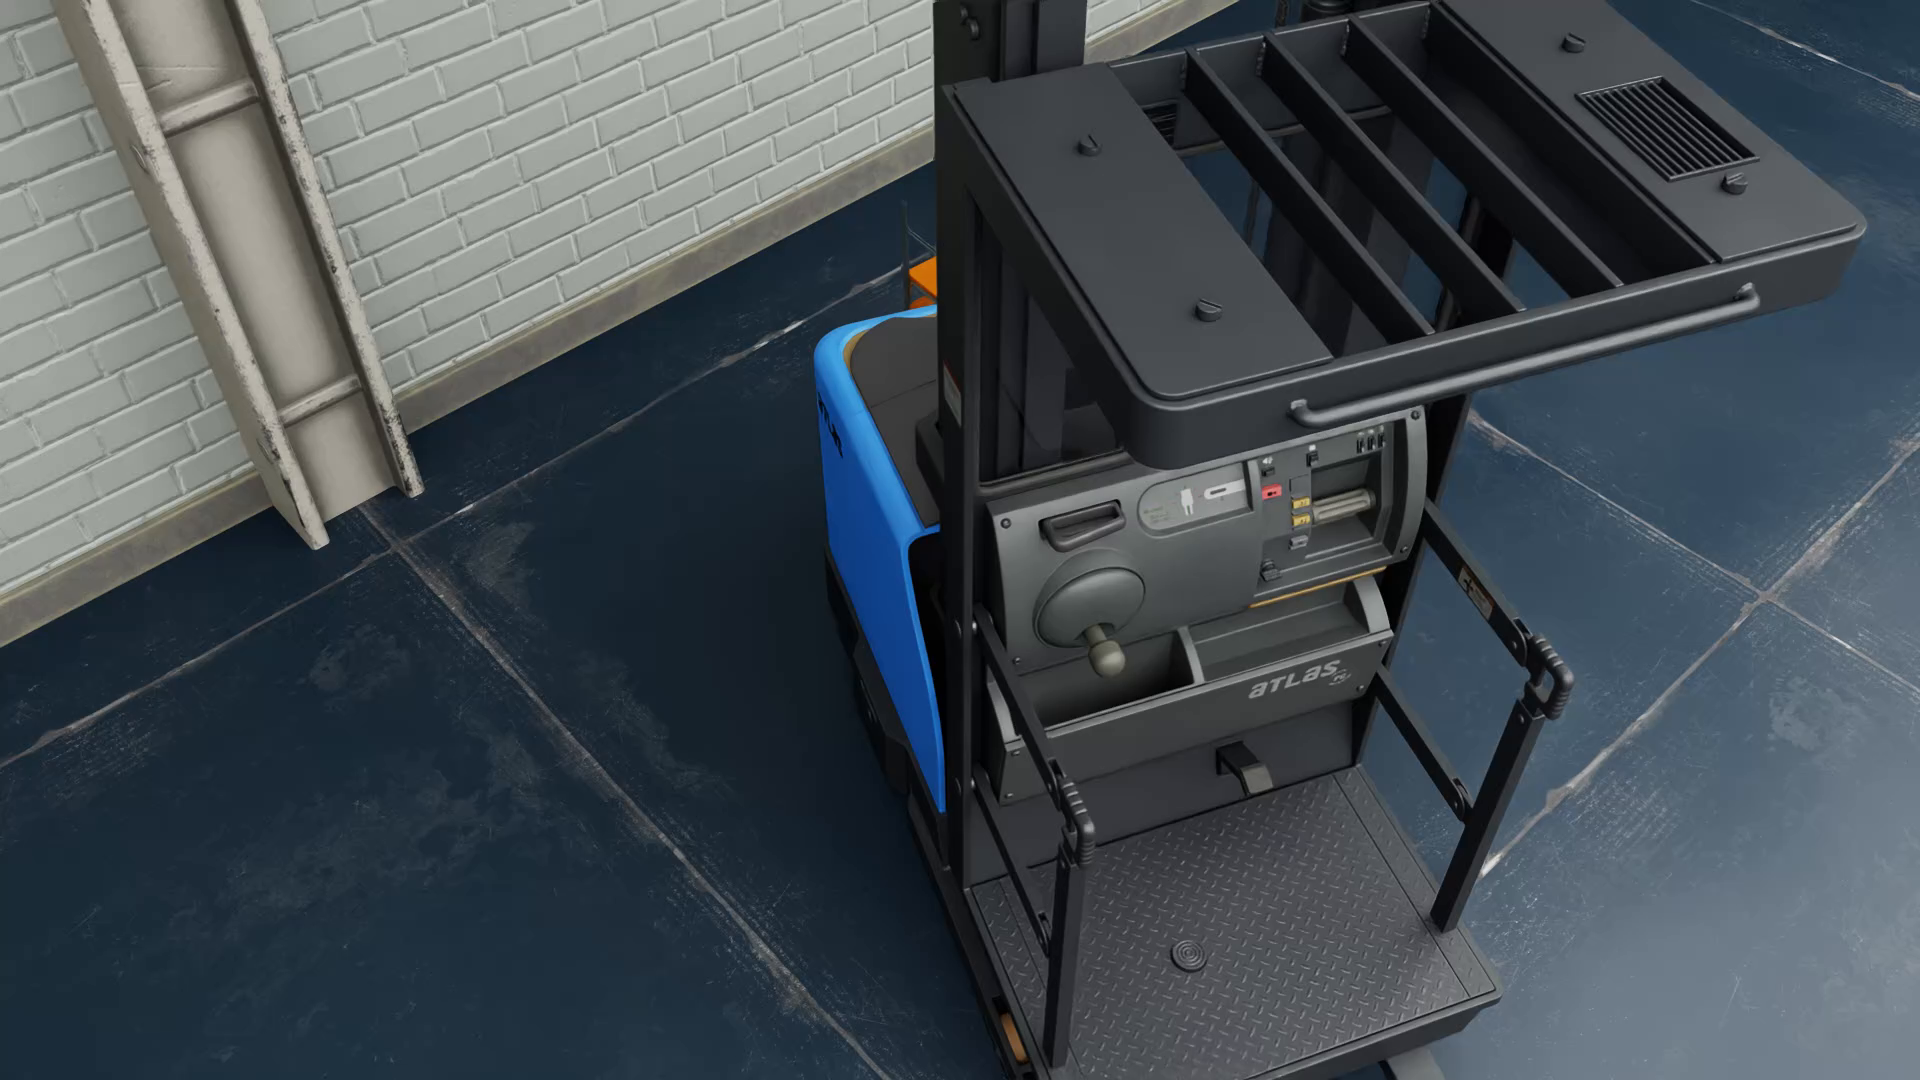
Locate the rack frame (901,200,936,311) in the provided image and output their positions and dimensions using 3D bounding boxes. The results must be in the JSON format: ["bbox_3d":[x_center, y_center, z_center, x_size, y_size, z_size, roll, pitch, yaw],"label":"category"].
[{"bbox_3d":[-0.081,-0.434,4.834,0.006,1.200,0.240,-30,54,-25],"label":"rack frame"}]

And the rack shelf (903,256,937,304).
[{"bbox_3d":[-0.010,-0.690,4.641,0.180,0.103,0.258,-30,54,-25],"label":"rack shelf"}]

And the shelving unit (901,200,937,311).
[{"bbox_3d":[-0.010,-0.476,4.873,0.189,1.200,0.258,-30,54,-25],"label":"shelving unit"}]

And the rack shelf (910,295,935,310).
[{"bbox_3d":[-0.010,-0.608,4.729,0.180,0.103,0.258,-30,54,-25],"label":"rack shelf"}]

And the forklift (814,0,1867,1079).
[{"bbox_3d":[0.583,0.093,3.170,1.130,2.935,3.031,-15,49,-13],"label":"forklift"}]
